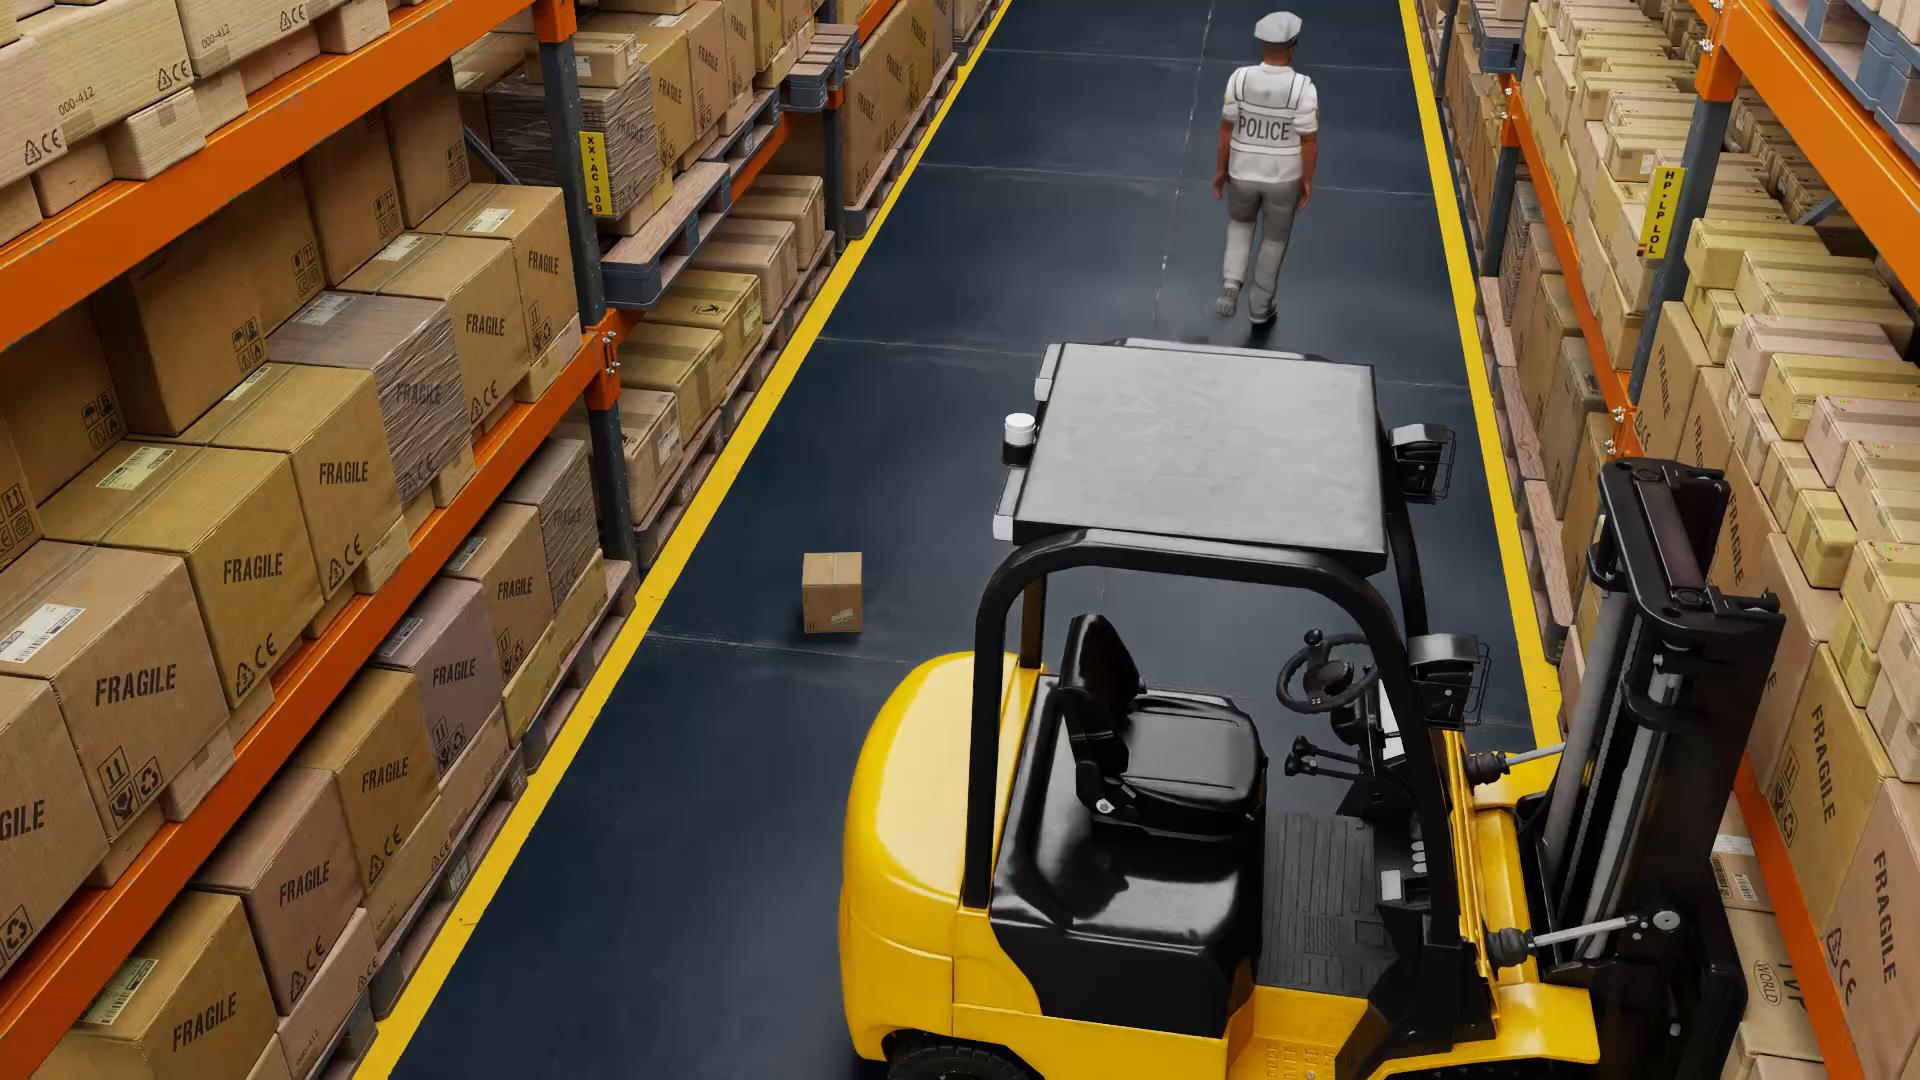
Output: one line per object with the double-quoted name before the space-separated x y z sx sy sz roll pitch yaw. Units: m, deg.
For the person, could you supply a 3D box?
"person" 1.719 -2.070 9.344 0.569 1.771 0.495 14 35 21
